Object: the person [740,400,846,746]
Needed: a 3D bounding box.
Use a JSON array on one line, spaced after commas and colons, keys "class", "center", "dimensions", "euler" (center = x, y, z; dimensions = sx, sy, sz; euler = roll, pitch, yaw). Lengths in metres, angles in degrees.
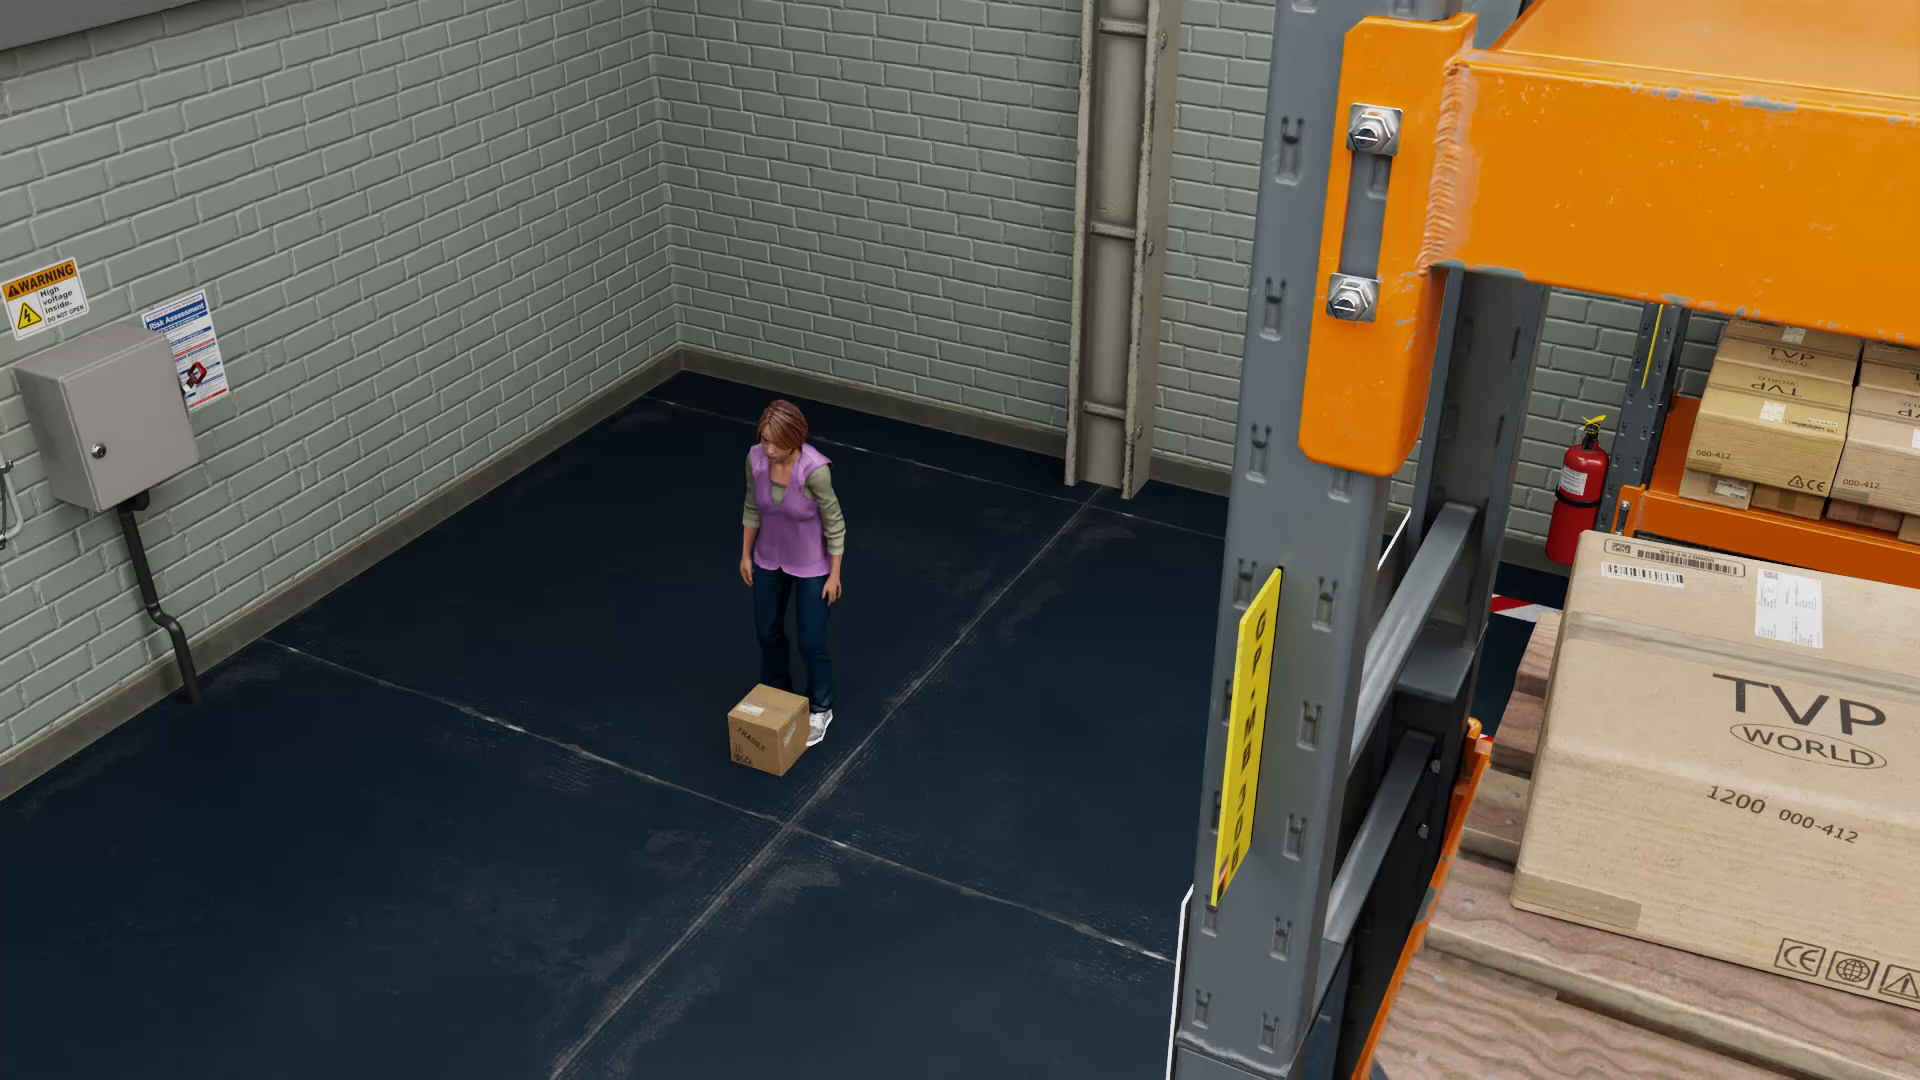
[{"class": "person", "center": [-0.703, 0.119, 6.940], "dimensions": [0.484, 1.592, 0.346], "euler": [13, 33, 20]}]
